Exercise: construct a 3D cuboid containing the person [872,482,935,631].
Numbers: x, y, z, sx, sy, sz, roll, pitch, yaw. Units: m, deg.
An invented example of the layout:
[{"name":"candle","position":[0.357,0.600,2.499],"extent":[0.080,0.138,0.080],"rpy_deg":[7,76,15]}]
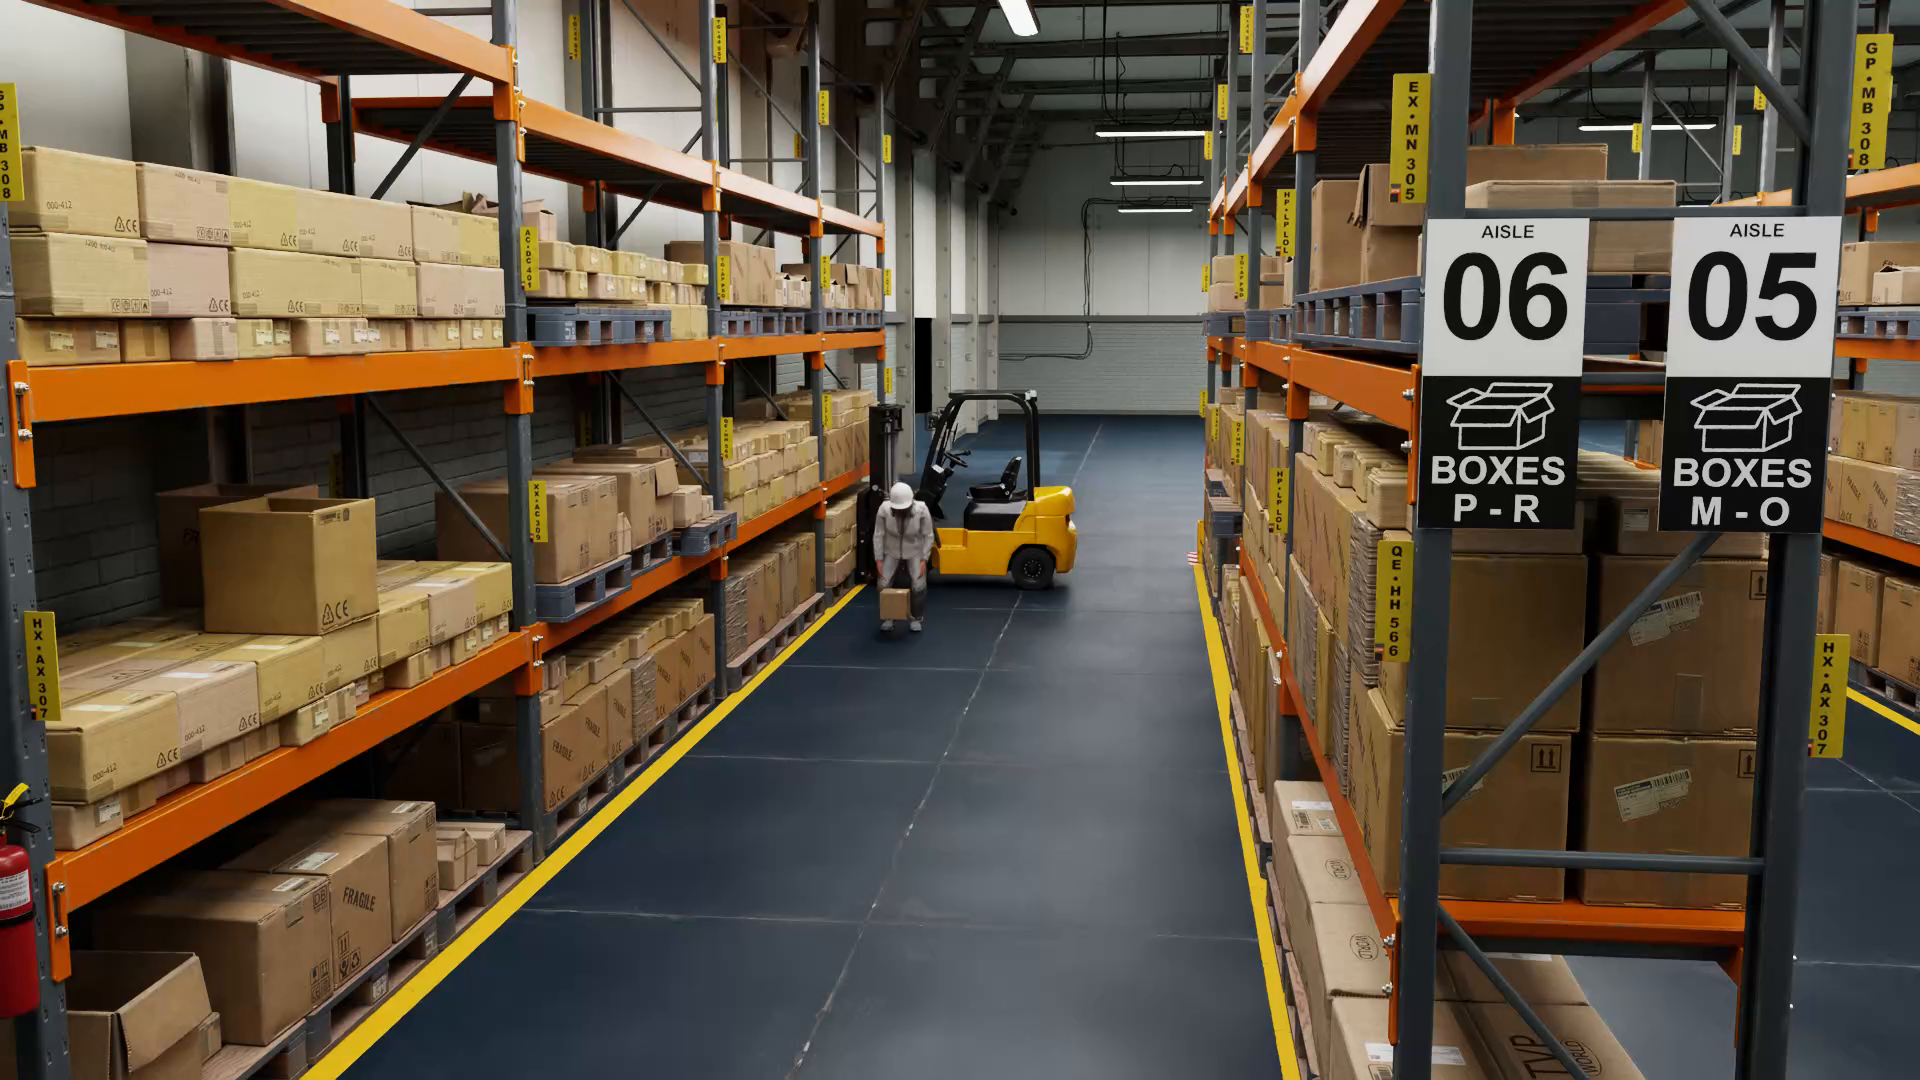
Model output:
[{"name":"person","position":[-0.525,0.149,15.817],"extent":[0.592,1.450,0.752],"rpy_deg":[1,8,6]}]
